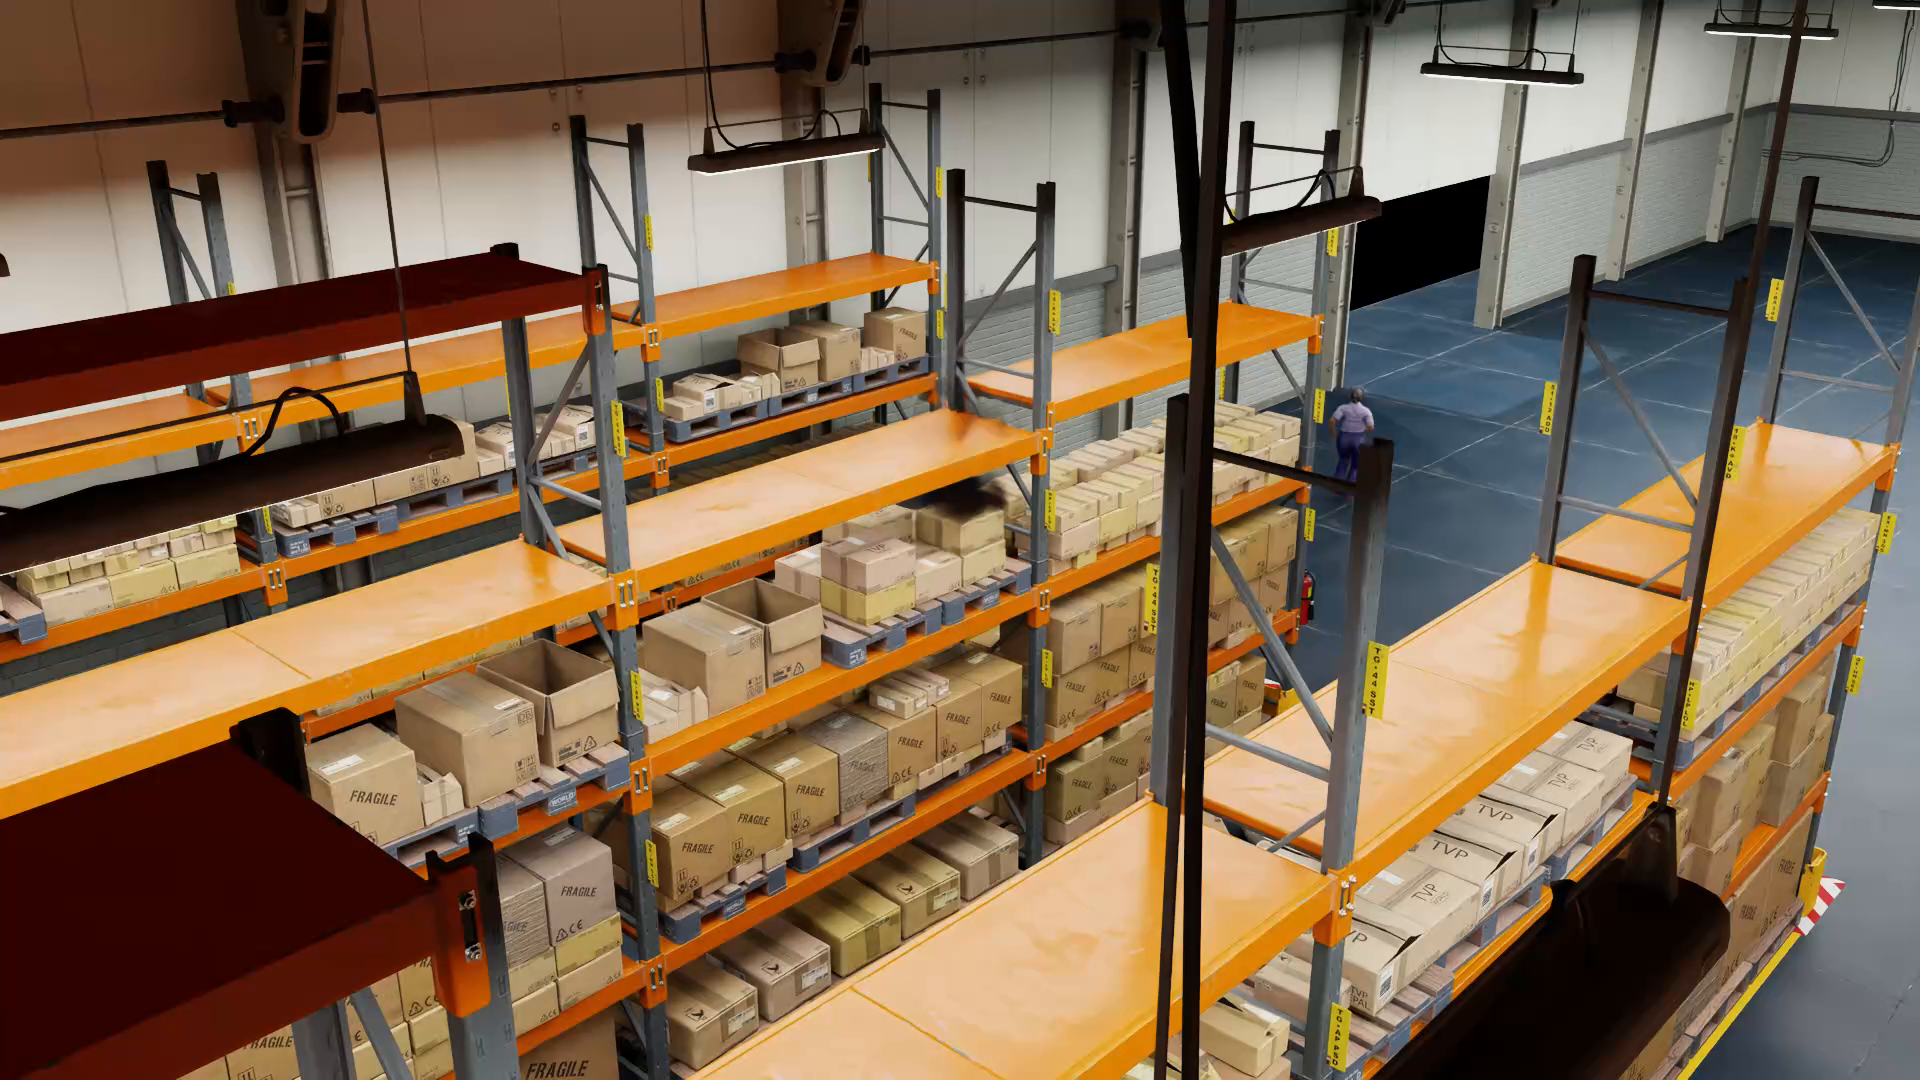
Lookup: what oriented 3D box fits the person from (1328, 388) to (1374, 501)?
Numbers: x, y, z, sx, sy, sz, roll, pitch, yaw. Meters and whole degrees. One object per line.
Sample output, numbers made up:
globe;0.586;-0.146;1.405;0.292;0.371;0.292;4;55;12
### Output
person;5.486;-1.374;23.320;0.590;1.610;0.593;10;23;23
